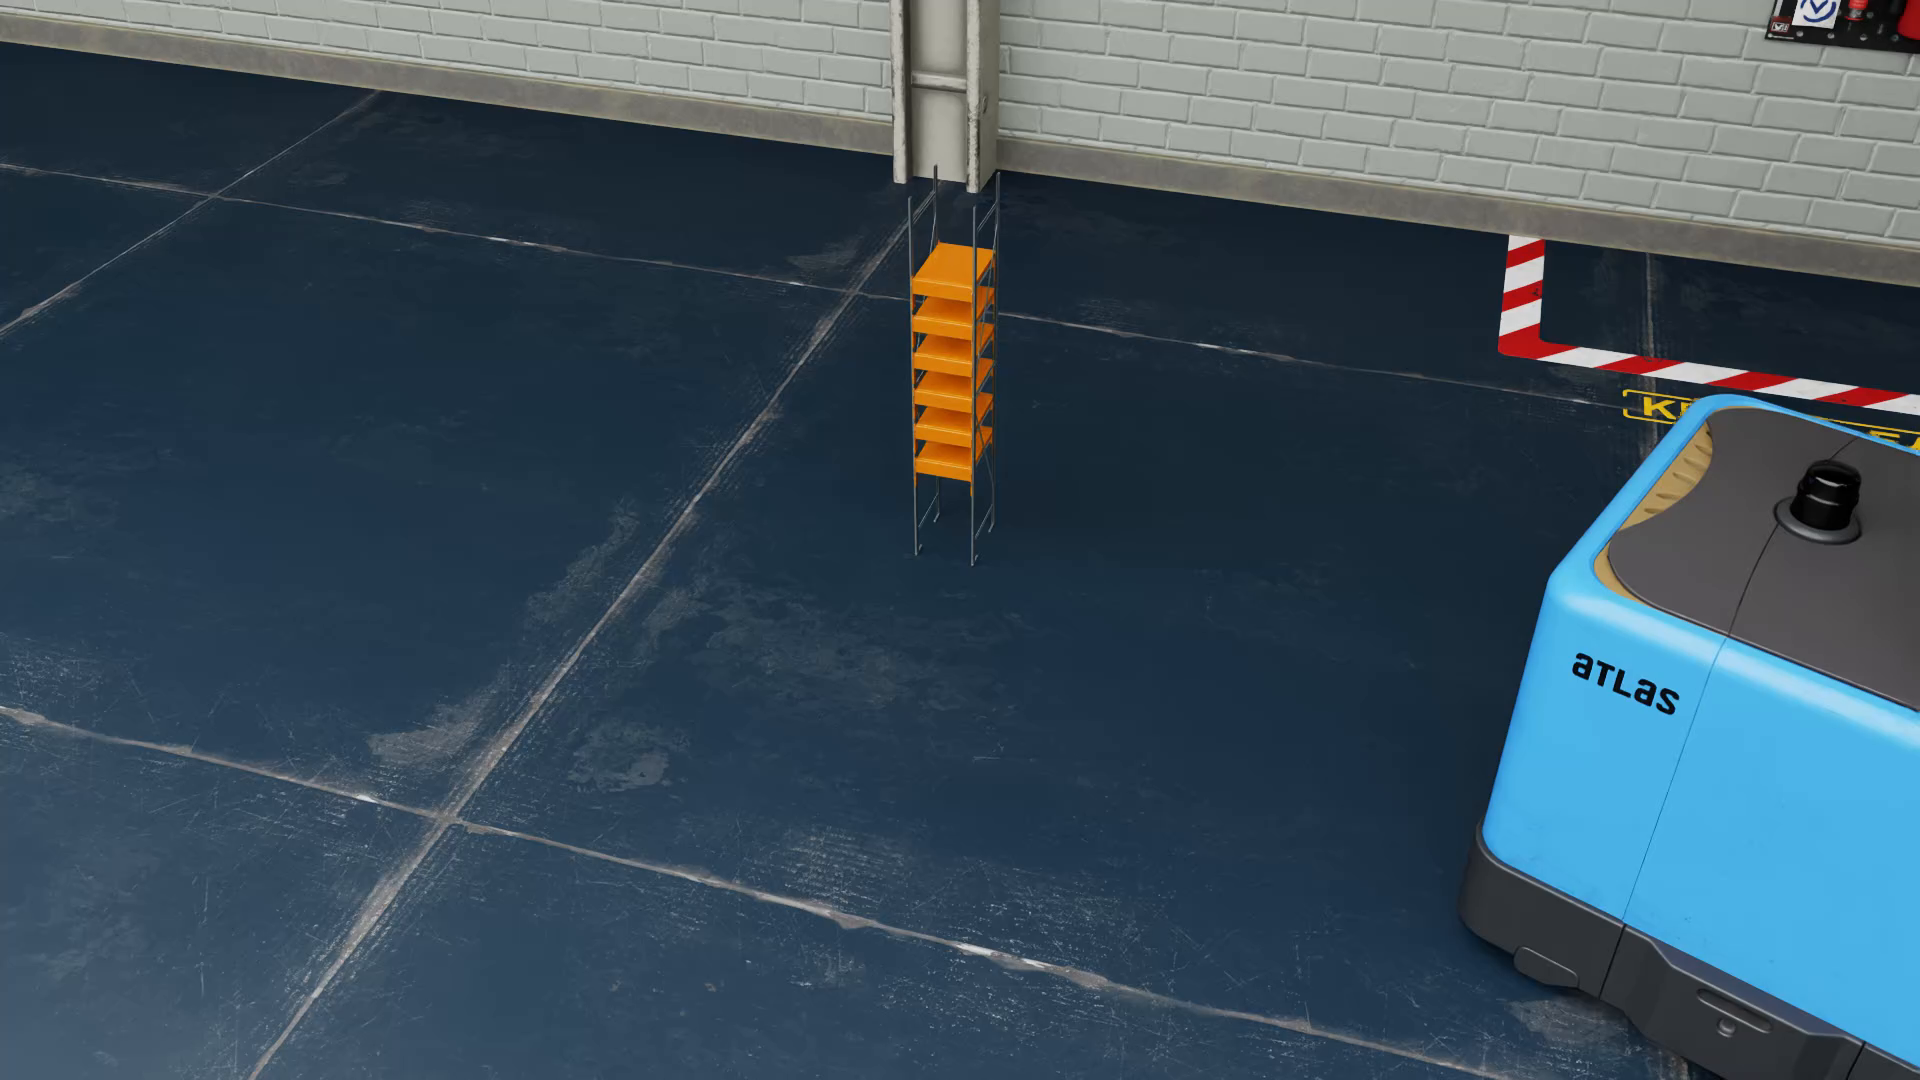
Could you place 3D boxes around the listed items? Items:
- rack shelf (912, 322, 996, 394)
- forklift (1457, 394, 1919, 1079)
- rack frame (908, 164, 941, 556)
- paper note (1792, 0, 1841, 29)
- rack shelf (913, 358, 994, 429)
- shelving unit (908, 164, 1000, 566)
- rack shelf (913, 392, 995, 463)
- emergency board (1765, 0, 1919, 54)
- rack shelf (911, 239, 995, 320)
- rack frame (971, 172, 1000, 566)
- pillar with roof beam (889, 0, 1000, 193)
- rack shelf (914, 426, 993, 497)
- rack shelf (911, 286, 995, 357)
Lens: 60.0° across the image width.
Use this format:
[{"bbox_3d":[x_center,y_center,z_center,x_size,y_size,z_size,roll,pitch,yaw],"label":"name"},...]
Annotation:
[{"bbox_3d":[-0.014,-0.547,4.853,0.180,0.103,0.258,10,38,14],"label":"rack shelf"},{"bbox_3d":[2.649,0.081,2.668,3.031,2.935,1.130,25,43,30],"label":"forklift"},{"bbox_3d":[-0.101,-0.502,4.920,0.006,1.200,0.240,10,38,14],"label":"rack frame"},{"bbox_3d":[3.169,-1.971,6.141,0.142,0.148,0.016,10,38,14],"label":"paper note"},{"bbox_3d":[-0.014,-0.450,4.924,0.180,0.103,0.258,10,38,14],"label":"rack shelf"},{"bbox_3d":[-0.014,-0.486,4.898,0.189,1.200,0.258,10,38,14],"label":"shelving unit"},{"bbox_3d":[-0.014,-0.353,4.995,0.180,0.103,0.258,10,38,14],"label":"rack shelf"},{"bbox_3d":[3.318,-2.255,5.784,0.643,1.169,0.194,10,38,14],"label":"emergency board"},{"bbox_3d":[-0.014,-0.740,4.711,0.180,0.103,0.258,10,38,14],"label":"rack shelf"},{"bbox_3d":[0.074,-0.470,4.876,0.006,1.200,0.240,10,38,14],"label":"rack frame"},{"bbox_3d":[-1.346,-2.838,1.514,0.400,9.000,9.100,10,38,14],"label":"pillar with roof beam"},{"bbox_3d":[-0.014,-0.257,5.066,0.180,0.103,0.258,10,38,14],"label":"rack shelf"},{"bbox_3d":[-0.014,-0.643,4.782,0.180,0.103,0.258,10,38,14],"label":"rack shelf"}]
